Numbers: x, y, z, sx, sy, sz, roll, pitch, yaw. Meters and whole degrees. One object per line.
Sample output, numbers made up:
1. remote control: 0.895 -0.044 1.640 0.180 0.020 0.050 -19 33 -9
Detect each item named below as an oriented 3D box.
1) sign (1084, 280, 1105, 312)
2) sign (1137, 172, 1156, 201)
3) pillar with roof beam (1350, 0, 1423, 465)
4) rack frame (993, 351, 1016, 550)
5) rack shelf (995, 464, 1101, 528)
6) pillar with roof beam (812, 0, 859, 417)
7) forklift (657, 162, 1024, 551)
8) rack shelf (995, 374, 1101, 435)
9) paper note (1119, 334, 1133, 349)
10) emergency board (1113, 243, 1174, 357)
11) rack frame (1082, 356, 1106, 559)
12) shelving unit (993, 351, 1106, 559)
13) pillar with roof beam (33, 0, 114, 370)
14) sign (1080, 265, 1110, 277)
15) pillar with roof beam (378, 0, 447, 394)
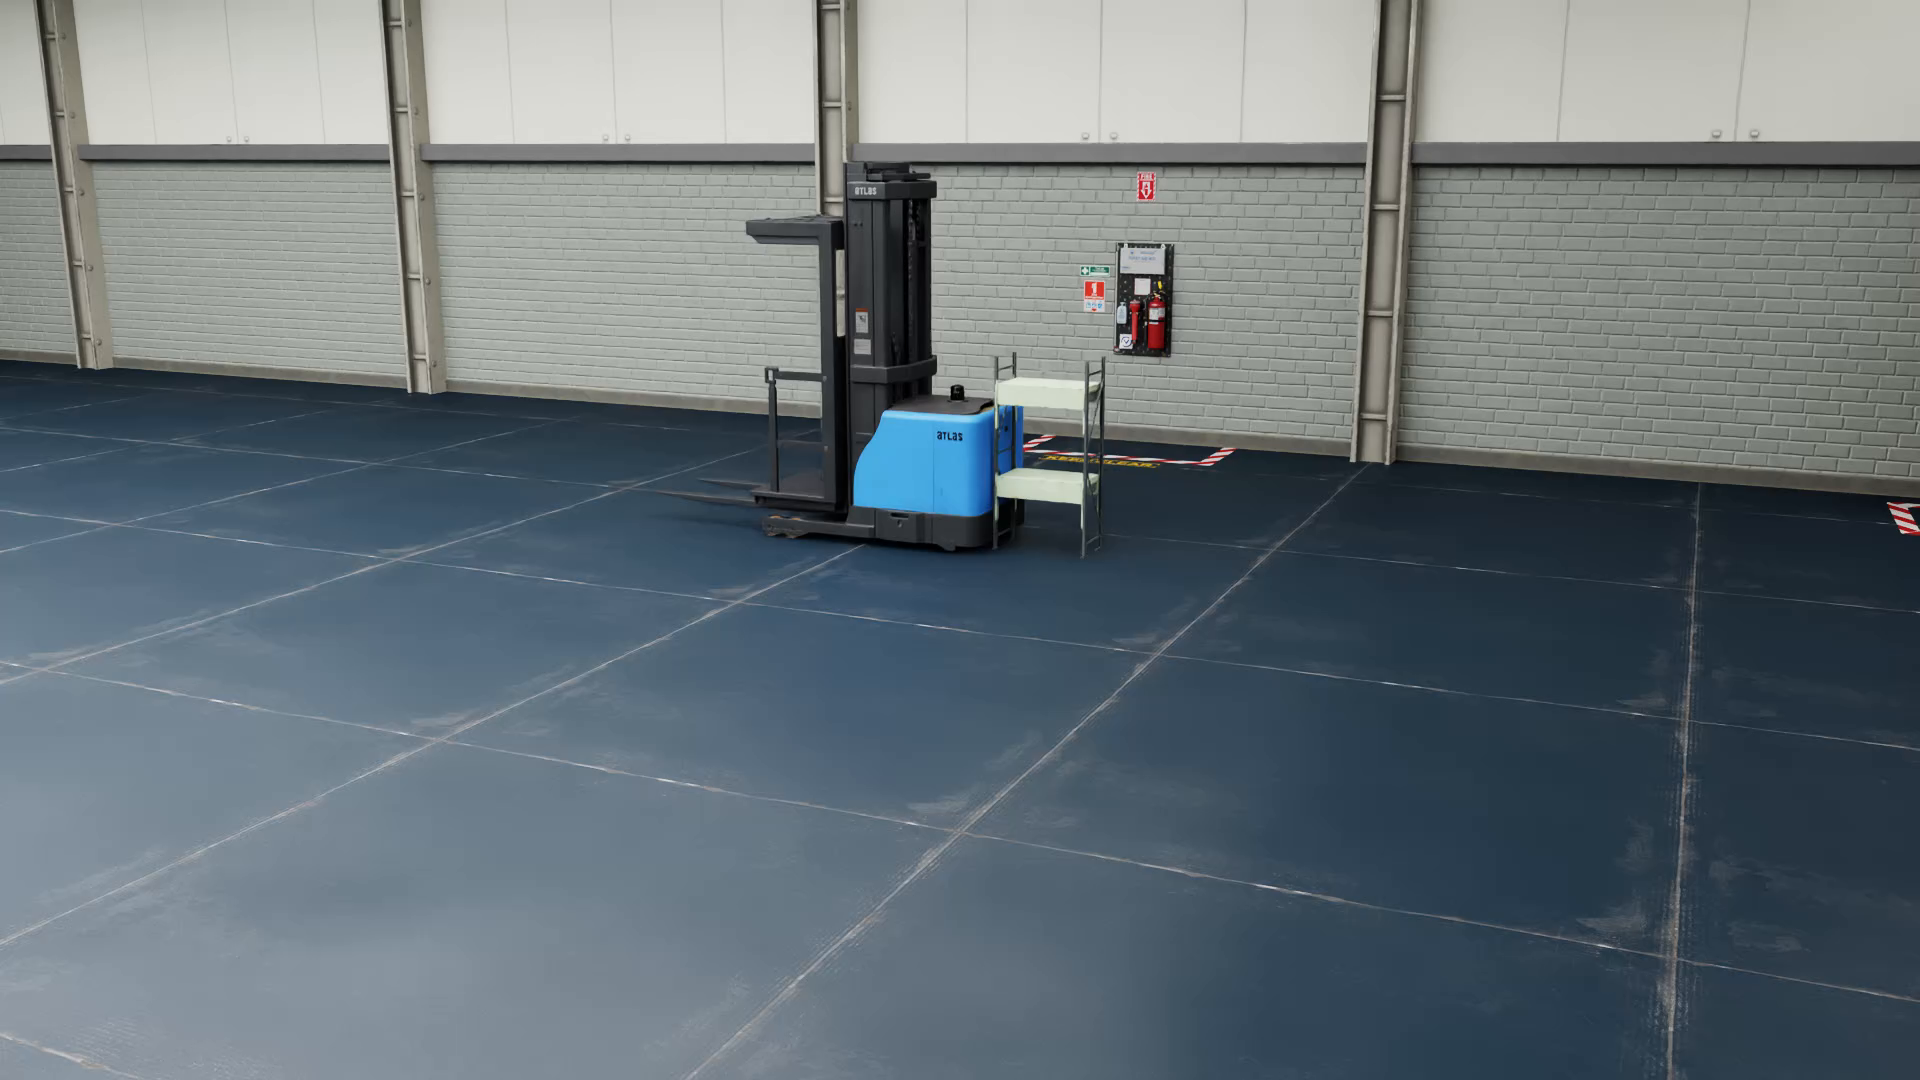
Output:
1. sign: 1.423 -2.582 17.614 0.234 0.329 0.001 6 14 23
2. sign: 1.920 -3.642 17.135 0.199 0.298 0.001 6 14 23
3. pillar with roof beam: 2.387 -4.277 11.783 0.400 9.000 9.100 6 14 23
4. rack frame: 0.349 -0.695 12.932 0.023 1.500 0.400 6 14 23
5. rack shelf: 0.683 -0.343 12.862 0.720 0.370 0.431 6 14 23
6. pillar with roof beam: -3.098 -4.832 14.149 0.400 9.000 9.100 6 14 23
7. forklift: -1.039 -1.543 13.413 3.031 2.935 1.130 6 14 23
8. rack shelf: 0.683 -1.041 12.698 0.720 0.370 0.431 6 14 23
9. paper note: 1.753 -2.094 17.540 0.142 0.148 0.016 6 14 23
10. emergency board: 1.887 -2.492 17.308 0.643 1.169 0.194 6 14 23
11. rack frame: 1.017 -0.627 12.642 0.023 1.500 0.400 6 14 23
12. shelving unit: 0.683 -0.661 12.787 0.755 1.500 0.431 6 14 23
13. pillar with roof beam: -14.070 -5.942 18.880 0.400 9.000 9.100 6 14 23
14. sign: 1.424 -2.838 17.544 0.331 0.109 0.001 6 14 23
15. pillar with roof beam: -8.584 -5.387 16.515 0.400 9.000 9.100 6 14 23
